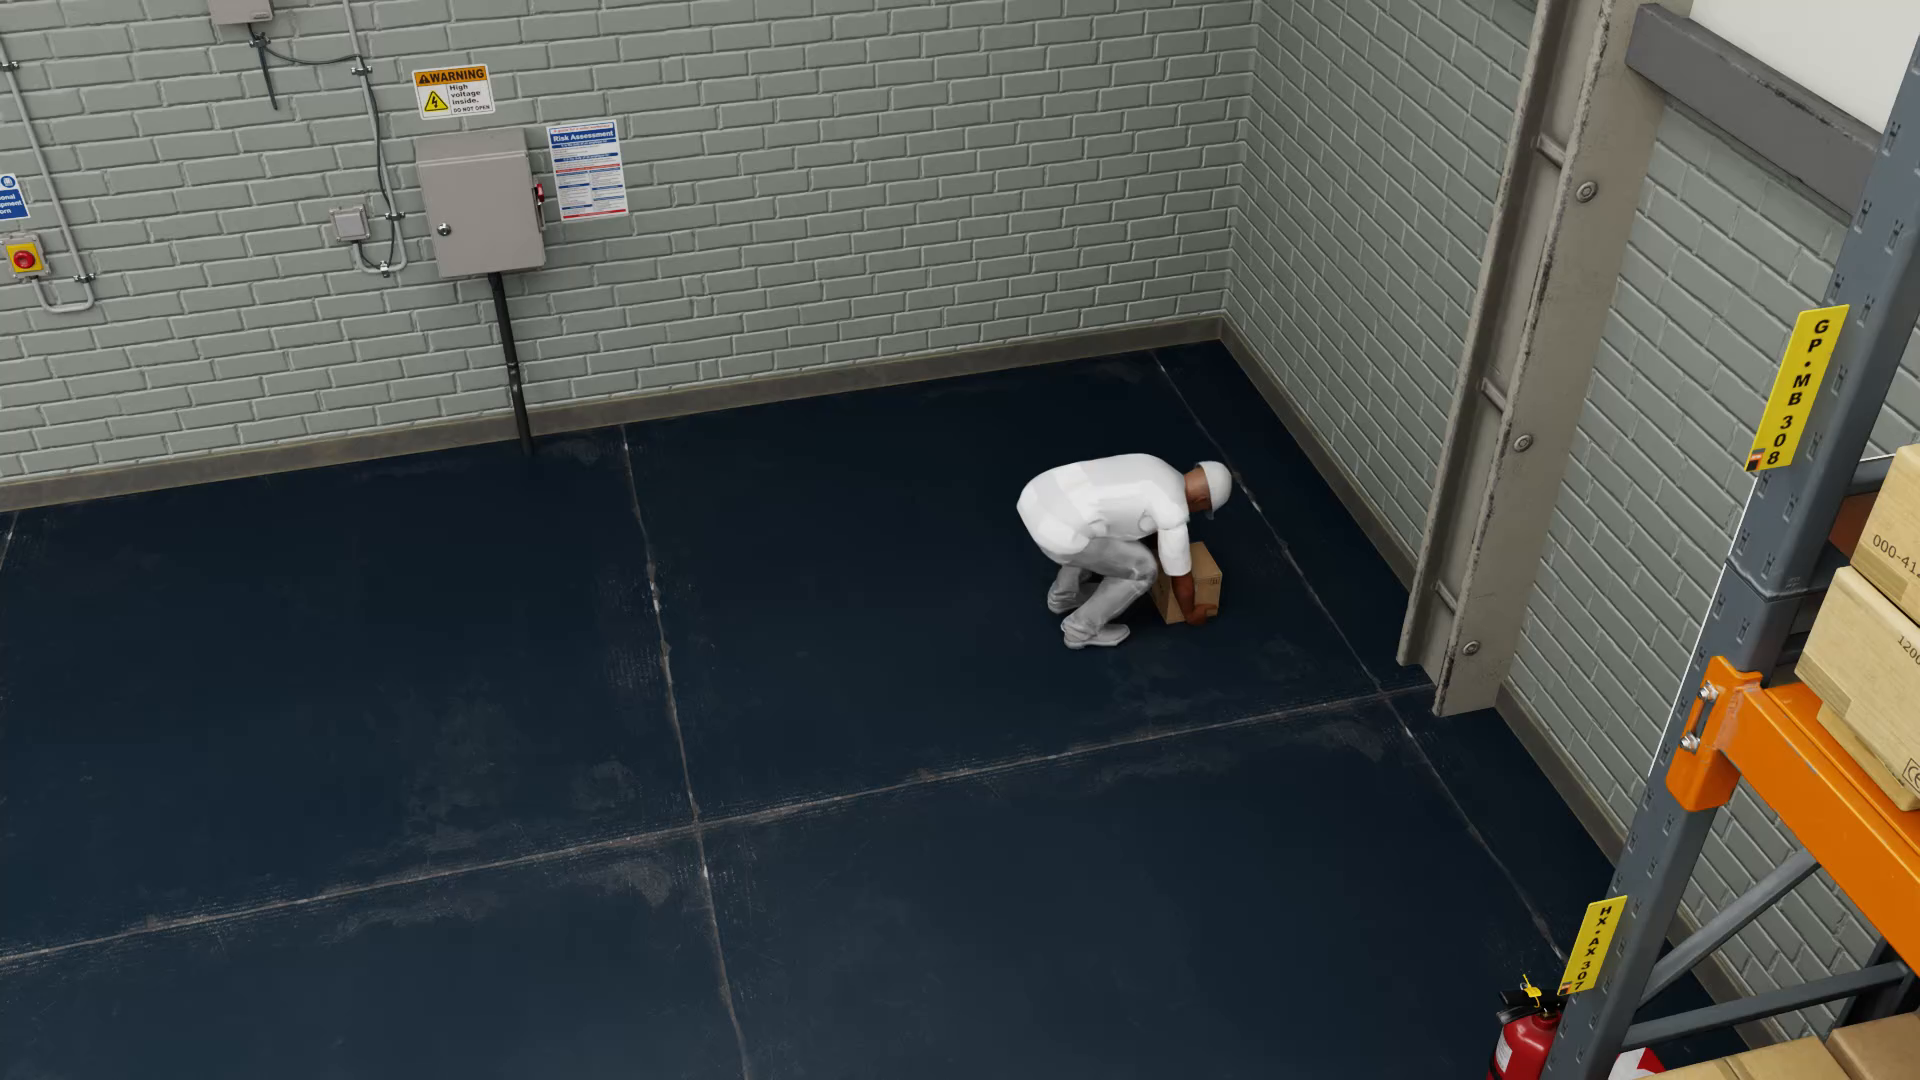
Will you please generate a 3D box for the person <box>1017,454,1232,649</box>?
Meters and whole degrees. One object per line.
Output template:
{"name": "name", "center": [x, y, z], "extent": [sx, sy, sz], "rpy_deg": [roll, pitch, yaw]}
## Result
{"name": "person", "center": [0.740, 0.008, 7.437], "extent": [0.980, 0.874, 0.515], "rpy_deg": [-11, 39, -13]}
